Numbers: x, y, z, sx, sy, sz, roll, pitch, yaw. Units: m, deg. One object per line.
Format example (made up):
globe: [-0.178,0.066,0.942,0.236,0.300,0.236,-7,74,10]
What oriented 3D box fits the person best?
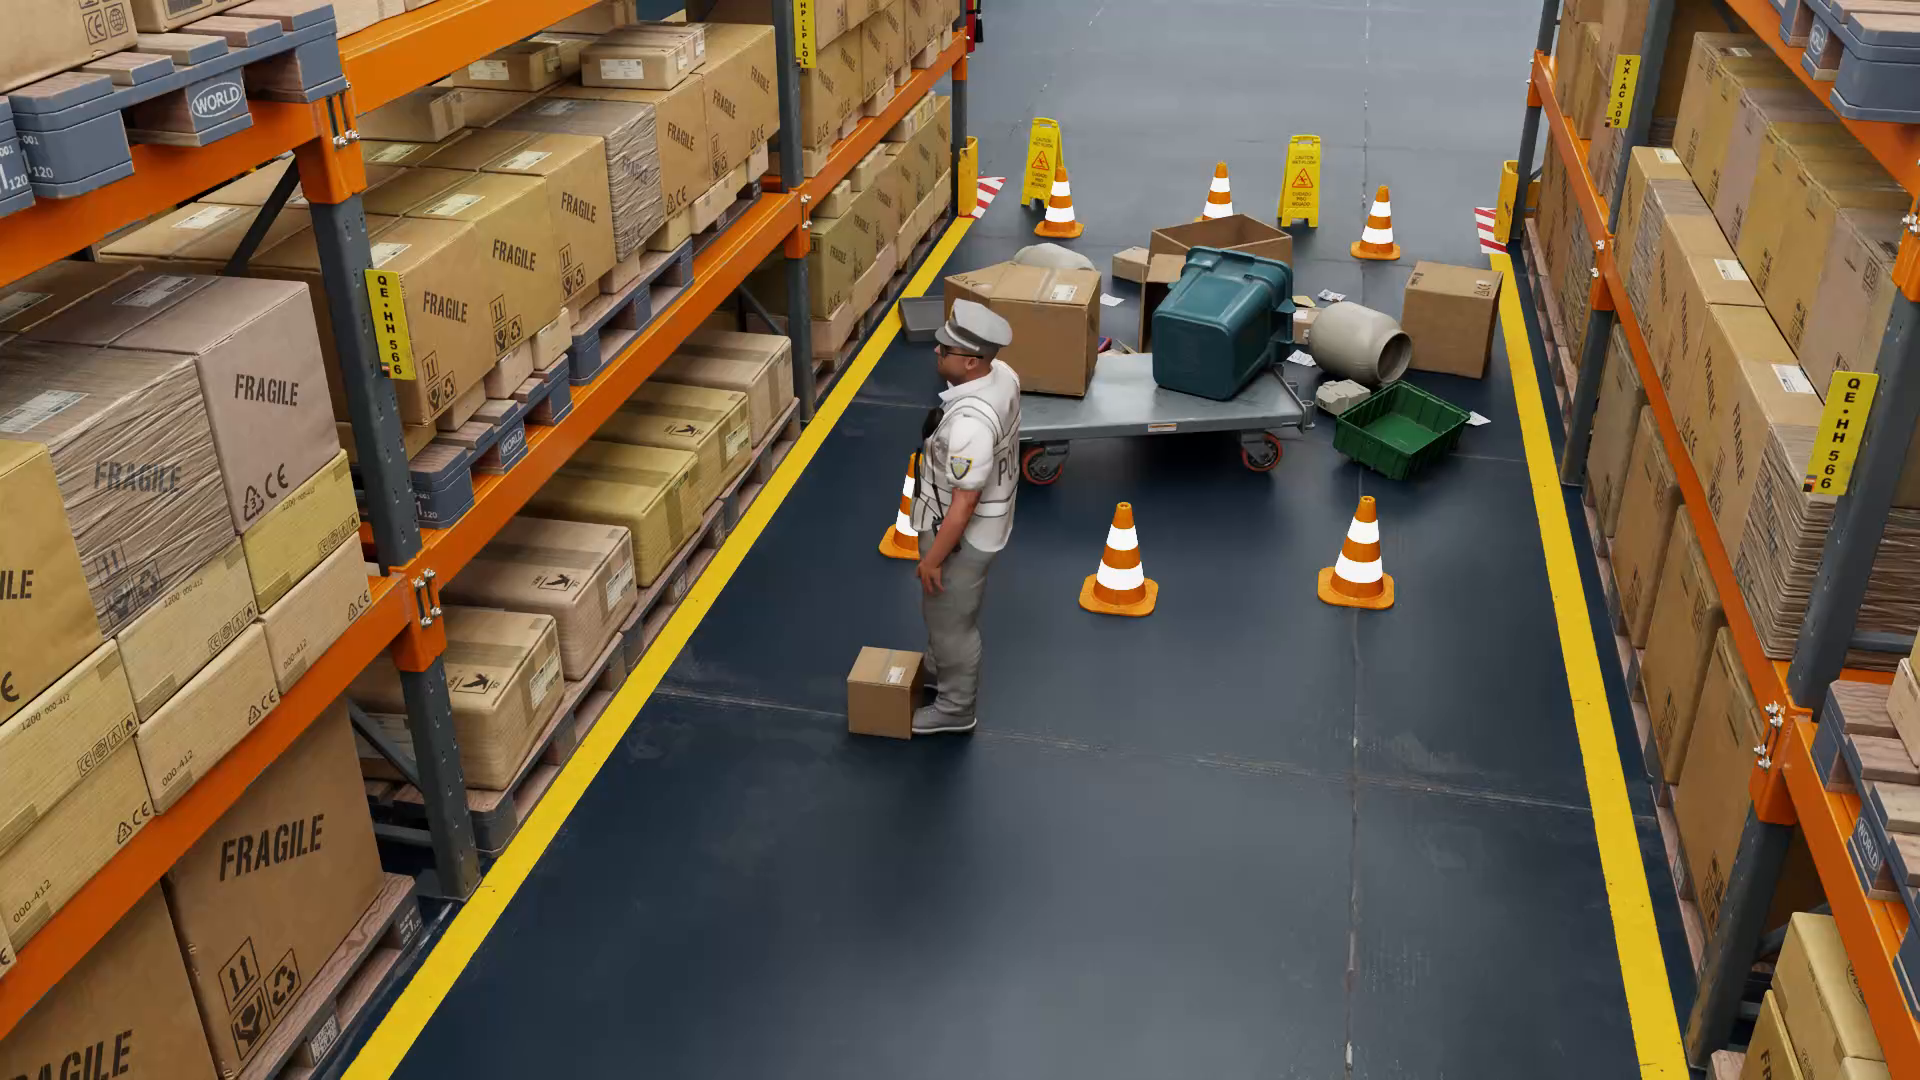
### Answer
person: [-0.076,-0.069,6.193,0.574,1.780,0.640,6,29,11]
